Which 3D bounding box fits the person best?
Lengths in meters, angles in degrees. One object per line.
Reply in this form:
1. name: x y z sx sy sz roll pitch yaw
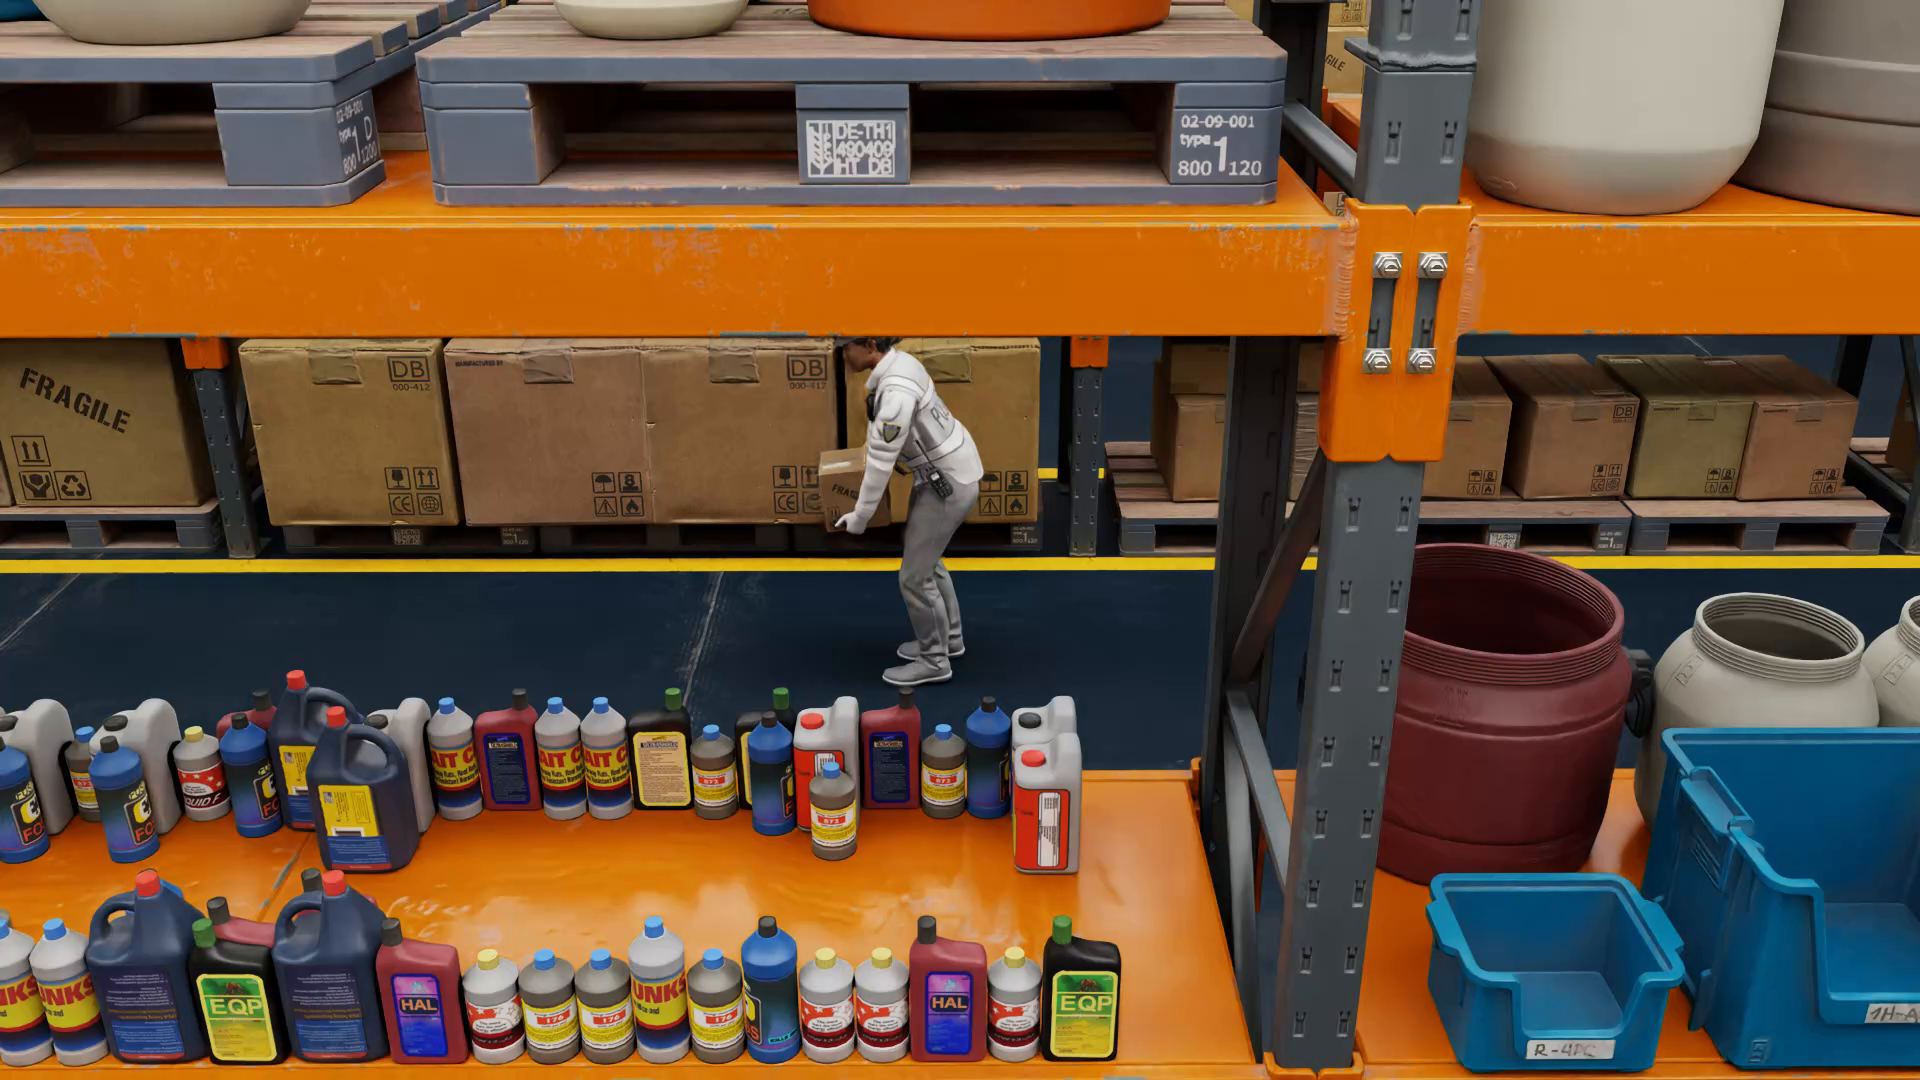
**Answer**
1. person: -0.200 -0.175 6.597 0.588 1.584 0.413 -1 24 -2
